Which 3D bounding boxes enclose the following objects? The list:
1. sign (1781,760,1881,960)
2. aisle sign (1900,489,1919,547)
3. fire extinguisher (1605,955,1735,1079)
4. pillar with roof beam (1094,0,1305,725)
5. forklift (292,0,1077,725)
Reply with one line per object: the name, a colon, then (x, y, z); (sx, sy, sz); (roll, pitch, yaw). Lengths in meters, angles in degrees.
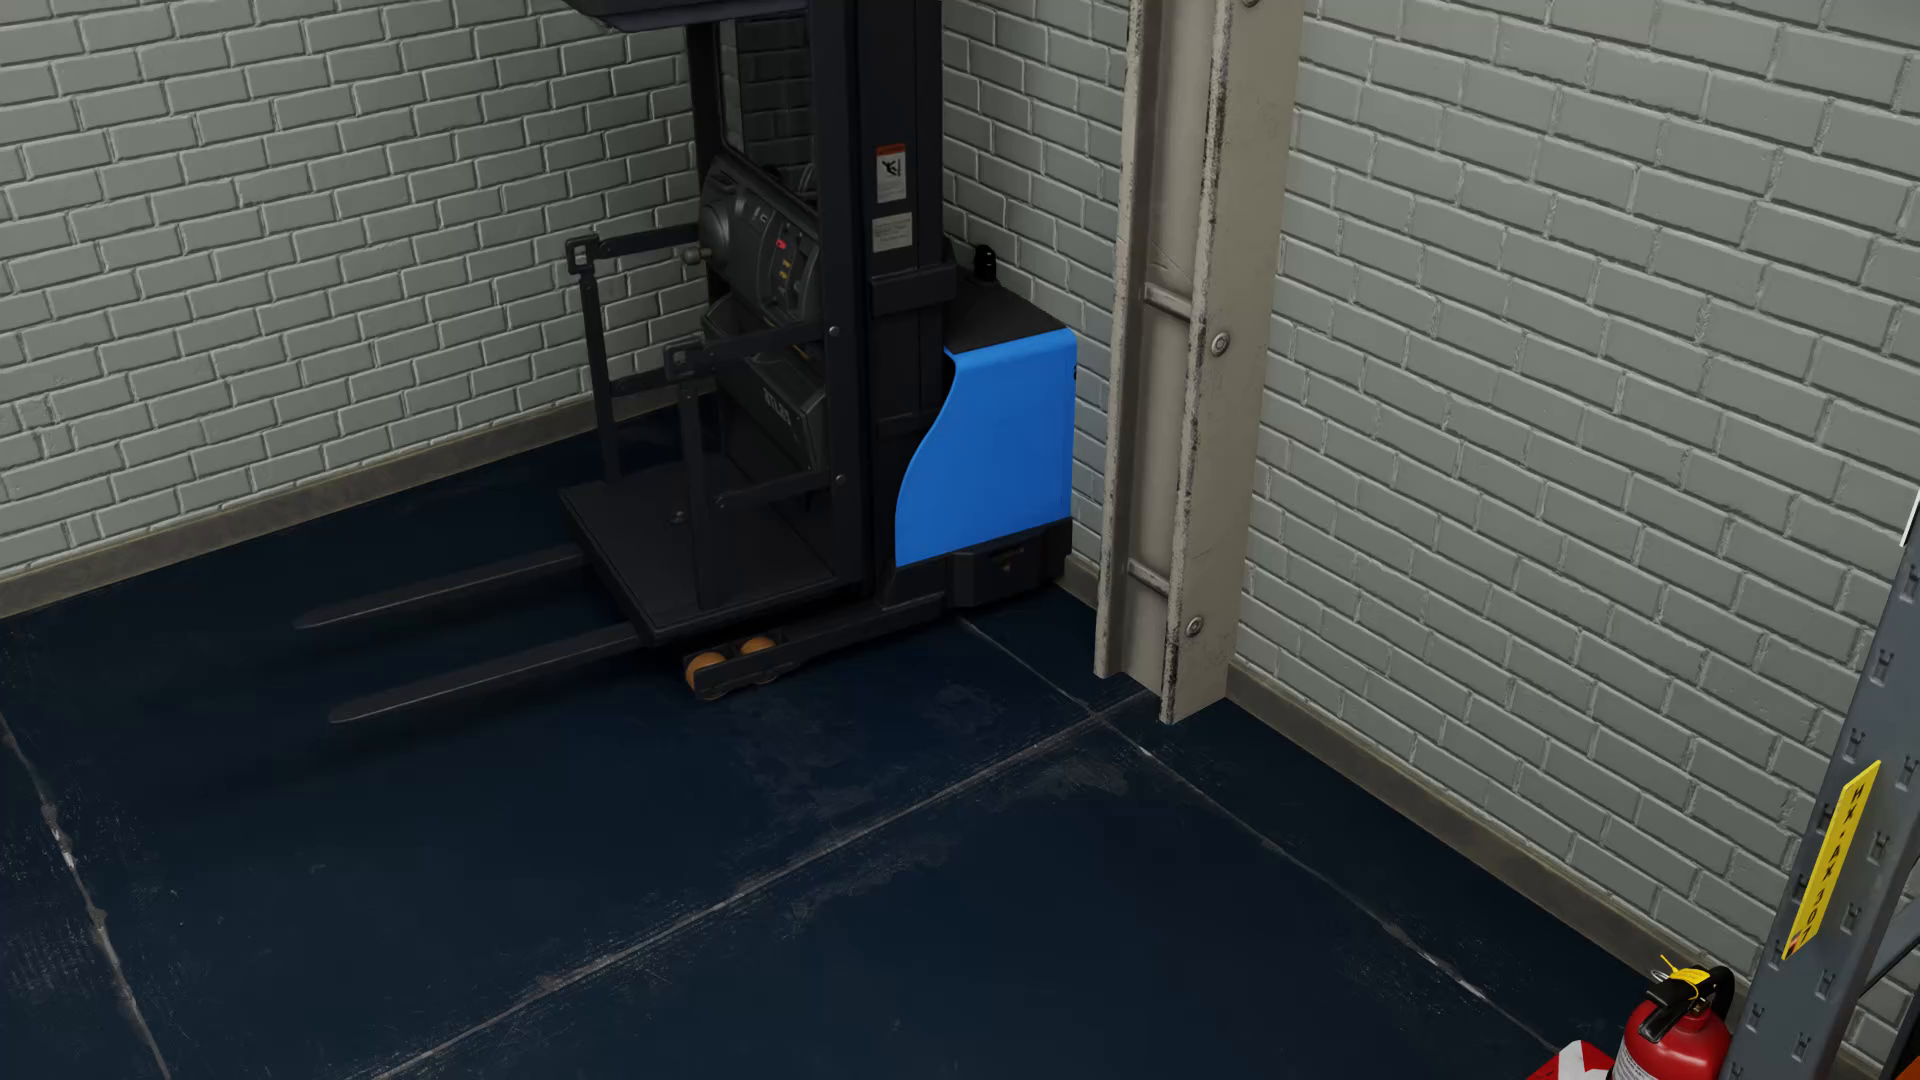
sign: (1.232, 0.456, 2.352); (0.100, 0.325, 0.005); (-22, 38, -31)
aisle sign: (1.387, -0.390, 2.071); (0.394, 0.787, 0.004); (-22, 38, -31)
fire extinguisher: (1.205, 0.927, 2.840); (0.296, 0.674, 0.183); (-22, 38, -31)
pillar with roof beam: (-2.681, -1.923, 1.317); (9.100, 9.000, 0.400); (-22, 38, -31)
forklift: (-0.870, -1.002, 5.585); (3.031, 2.935, 1.130); (-16, 35, -24)
